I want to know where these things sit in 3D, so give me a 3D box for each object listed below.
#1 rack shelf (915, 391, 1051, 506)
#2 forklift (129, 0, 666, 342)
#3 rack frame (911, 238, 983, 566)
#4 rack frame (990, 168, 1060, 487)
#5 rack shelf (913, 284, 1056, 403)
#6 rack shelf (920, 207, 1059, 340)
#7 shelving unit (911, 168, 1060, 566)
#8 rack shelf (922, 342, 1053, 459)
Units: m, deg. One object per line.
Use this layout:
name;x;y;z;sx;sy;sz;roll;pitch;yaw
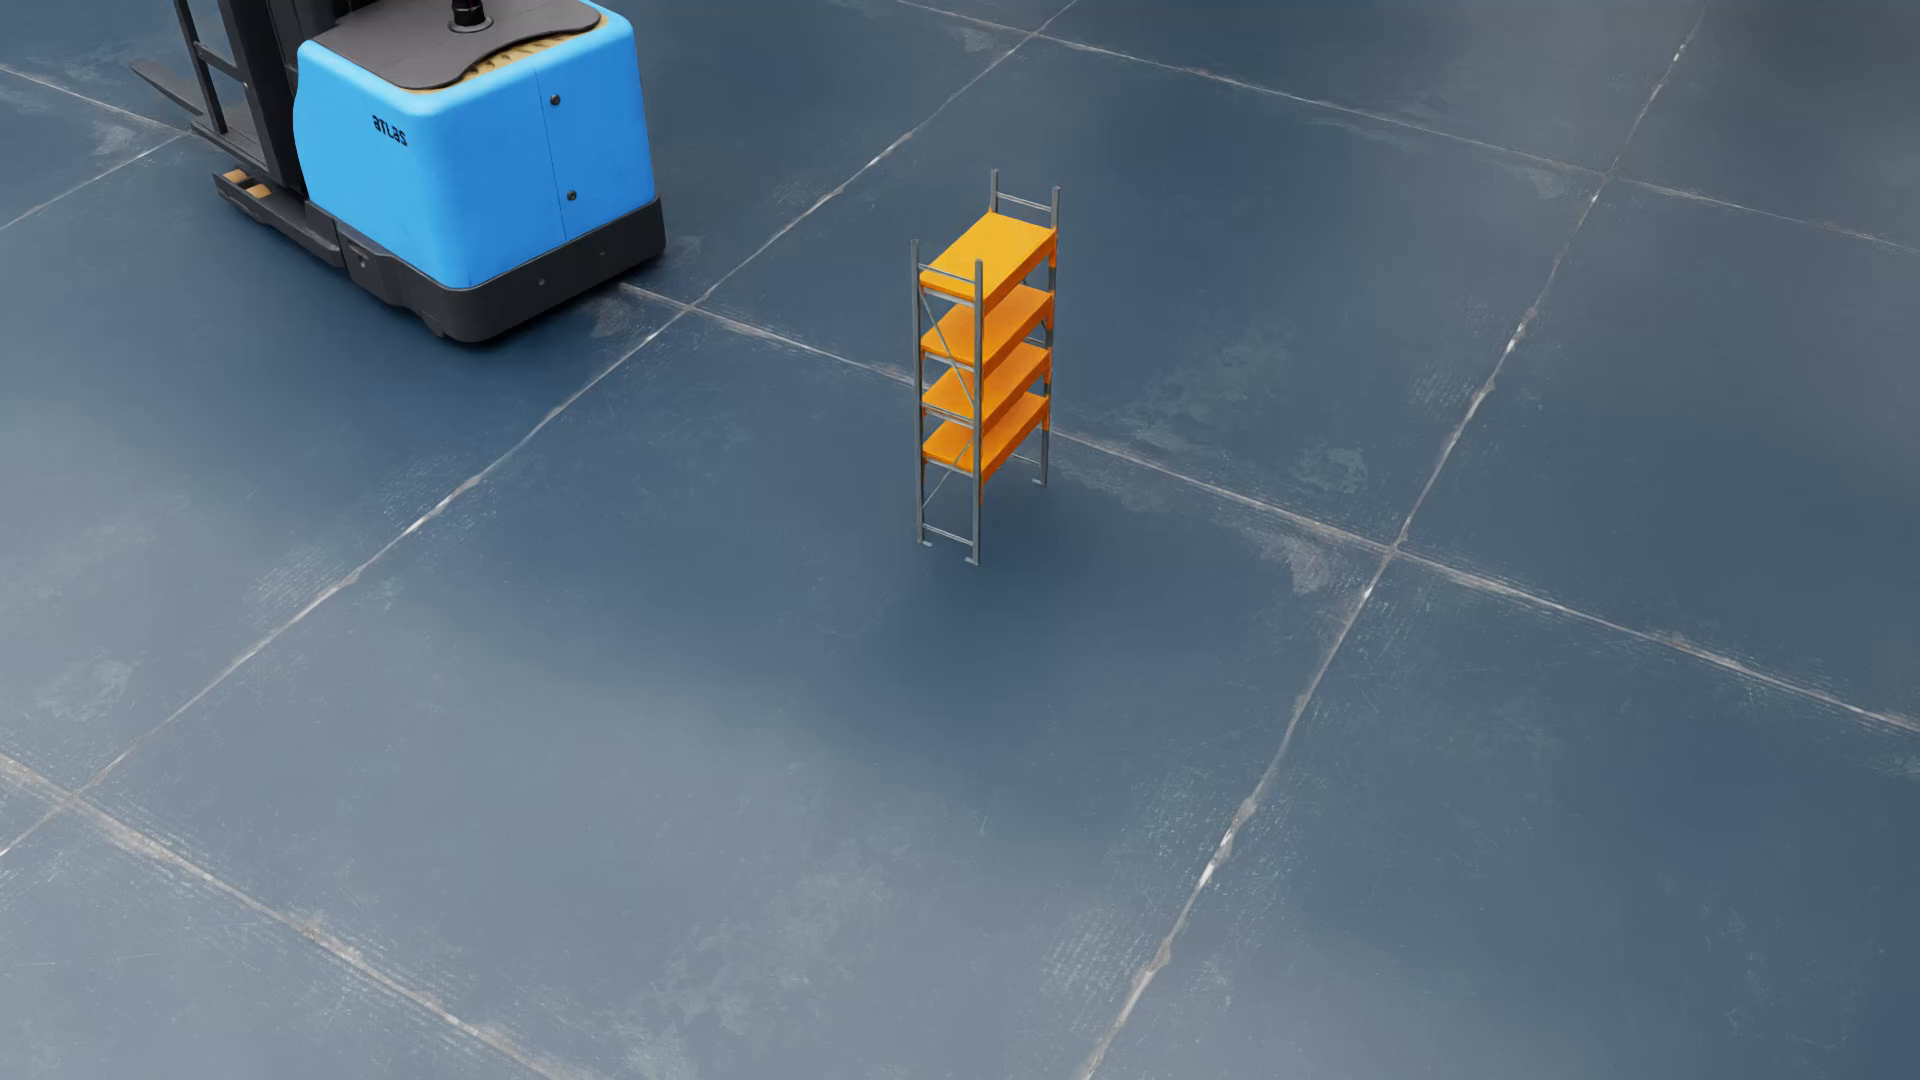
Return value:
rack shelf;0.083;-0.345;5.637;0.258;0.148;0.480;21;45;22
forklift;-2.674;-2.723;6.625;3.031;2.935;1.130;31;50;31
rack frame;-0.039;-0.405;5.302;0.240;1.200;0.015;21;45;22
rack frame;0.205;-0.685;5.620;0.240;1.200;0.015;21;45;22
rack shelf;0.083;-0.662;5.358;0.258;0.148;0.480;21;45;22
rack shelf;0.083;-0.840;5.201;0.258;0.148;0.480;21;45;22
shelving unit;0.083;-0.545;5.461;0.258;1.200;0.503;21;45;22
rack shelf;0.083;-0.495;5.505;0.258;0.148;0.480;21;45;22
